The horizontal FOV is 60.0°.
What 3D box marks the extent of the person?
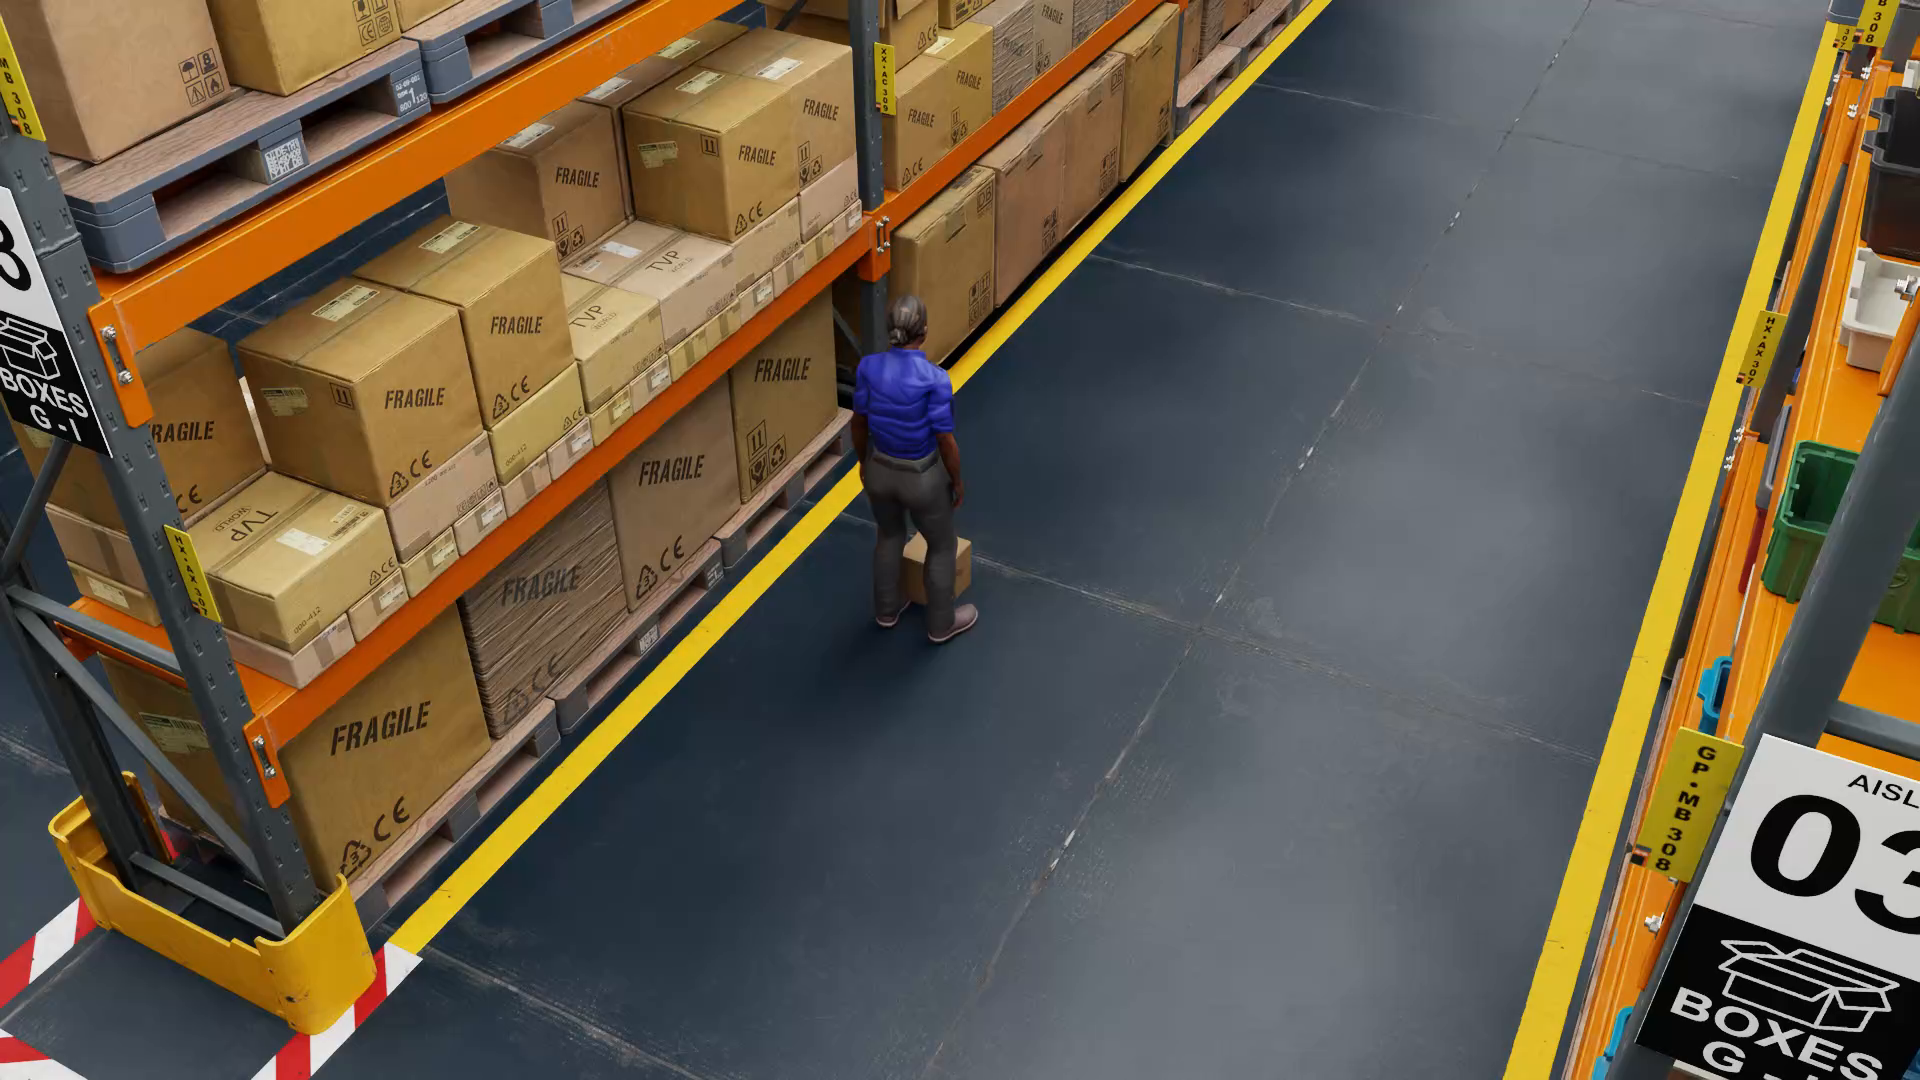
[{"bbox_3d":[-0.205,-0.276,7.115,0.523,1.639,0.348,16,41,19],"label":"person"}]
